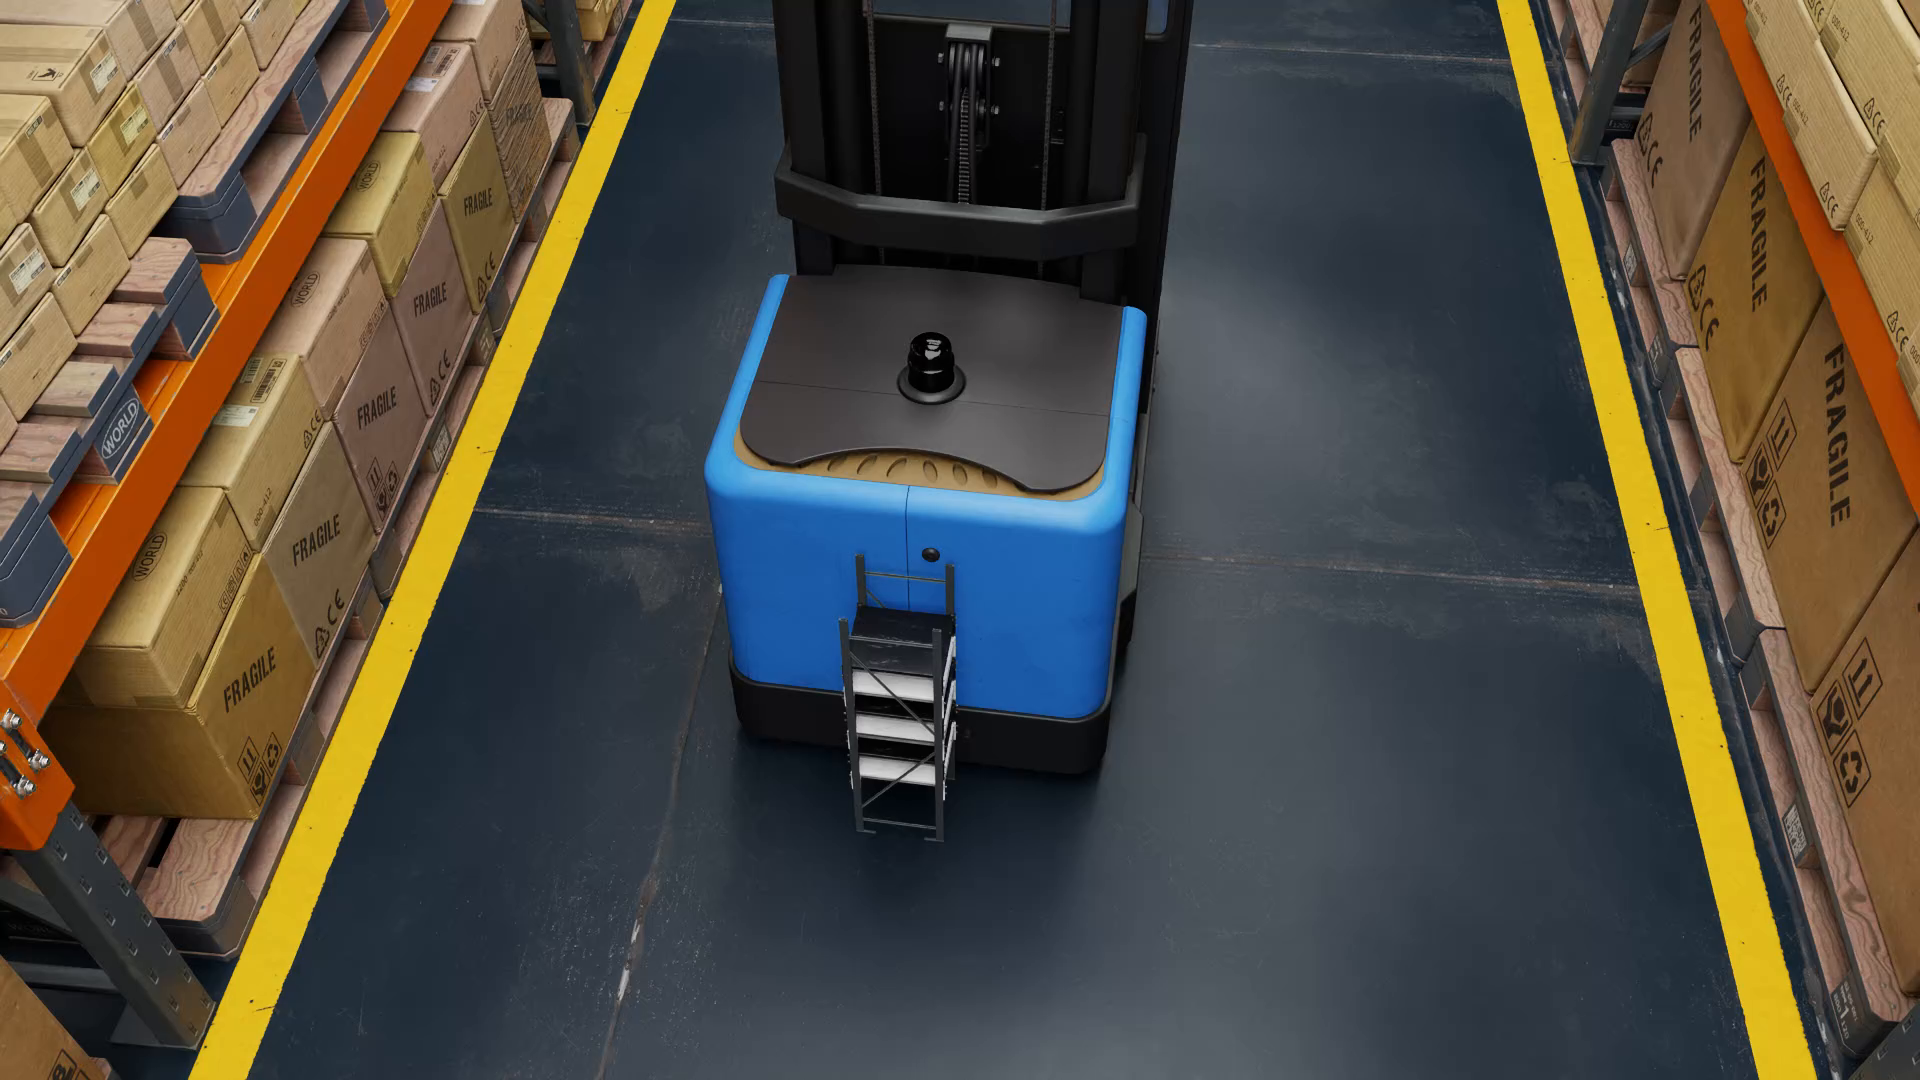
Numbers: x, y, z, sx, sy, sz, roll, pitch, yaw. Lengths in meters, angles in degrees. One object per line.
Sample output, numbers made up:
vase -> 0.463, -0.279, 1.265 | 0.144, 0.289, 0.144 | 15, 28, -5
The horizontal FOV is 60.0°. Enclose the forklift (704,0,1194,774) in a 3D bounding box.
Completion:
forklift -> 0.092, -1.449, 4.589 | 1.130, 2.935, 3.031 | 6, 48, 6

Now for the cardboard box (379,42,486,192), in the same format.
cardboard box -> -1.881, -1.380, 5.381 | 0.500, 0.250, 0.500 | 6, 48, 5

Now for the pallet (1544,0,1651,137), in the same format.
pallet -> 3.081, -2.124, 7.050 | 1.003, 0.211, 1.213 | 4, 48, 4

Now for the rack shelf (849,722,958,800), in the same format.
rack shelf -> -0.148, 0.570, 4.408 | 0.258, 0.077, 0.200 | 6, 48, 6

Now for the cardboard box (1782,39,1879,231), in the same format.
cardboard box -> 2.468, -1.033, 4.263 | 0.500, 0.250, 0.500 | 3, 48, 3

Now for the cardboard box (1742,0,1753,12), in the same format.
cardboard box -> 2.585, -1.775, 4.942 | 0.500, 0.250, 0.500 | 3, 48, 3

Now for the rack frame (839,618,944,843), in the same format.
rack frame -> -0.162, 0.500, 4.183 | 0.240, 0.900, 0.006 | 6, 48, 6

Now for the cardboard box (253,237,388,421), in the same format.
cardboard box -> -1.961, -0.608, 4.674 | 0.500, 0.250, 0.500 | 4, 48, 4

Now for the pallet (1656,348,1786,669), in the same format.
pallet -> 2.830, -0.099, 5.198 | 1.003, 0.211, 1.213 | 4, 48, 4

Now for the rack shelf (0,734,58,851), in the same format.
rack shelf -> -2.551, 1.882, 1.984 | 1.077, 0.370, 4.000 | 4, 48, 4

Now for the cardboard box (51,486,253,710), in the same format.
cardboard box -> -2.065, 0.128, 4.002 | 0.500, 0.250, 0.500 | 2, 48, 2

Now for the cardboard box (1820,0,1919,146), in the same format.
cardboard box -> 2.477, -1.200, 4.077 | 0.500, 0.250, 0.500 | 3, 48, 2

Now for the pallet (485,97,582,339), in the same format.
pallet -> -2.074, -1.257, 6.257 | 1.003, 0.211, 1.213 | 4, 48, 4

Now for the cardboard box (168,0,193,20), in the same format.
cardboard box -> -2.016, -1.381, 3.963 | 0.380, 0.149, 0.250 | 5, 48, 5

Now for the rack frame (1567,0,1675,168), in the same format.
rack frame -> 2.934, -2.512, 5.514 | 1.000, 3.000, 0.127 | 4, 48, 4

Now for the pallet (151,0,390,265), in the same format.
pallet -> -2.229, -1.224, 4.466 | 1.003, 0.211, 1.213 | 4, 48, 4

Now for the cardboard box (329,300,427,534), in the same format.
cardboard box -> -1.966, -0.379, 4.973 | 0.500, 0.500, 0.500 | 3, 48, 3

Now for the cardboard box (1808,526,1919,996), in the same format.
cardboard box -> 2.715, 0.501, 3.914 | 0.875, 0.875, 0.875 | 3, 48, 3

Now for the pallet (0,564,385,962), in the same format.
pallet -> -2.296, 0.536, 4.617 | 1.003, 0.211, 1.213 | 4, 48, 4

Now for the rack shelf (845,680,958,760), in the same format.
rack shelf -> -0.148, 0.449, 4.275 | 0.258, 0.077, 0.200 | 6, 48, 6

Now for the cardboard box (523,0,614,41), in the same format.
cardboard box -> -1.651, -2.196, 6.873 | 0.380, 0.149, 0.250 | 2, 48, 2

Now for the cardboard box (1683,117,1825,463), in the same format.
cardboard box -> 2.883, -0.811, 5.114 | 0.875, 0.875, 0.875 | 5, 48, 5

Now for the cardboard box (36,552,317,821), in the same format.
cardboard box -> -2.051, 0.368, 4.290 | 0.500, 0.500, 0.500 | 2, 48, 2

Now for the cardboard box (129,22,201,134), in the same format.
cardboard box -> -2.035, -1.094, 3.902 | 0.380, 0.149, 0.250 | 4, 48, 4

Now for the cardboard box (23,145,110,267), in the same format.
cardboard box -> -2.081, -0.726, 3.565 | 0.380, 0.149, 0.250 | 3, 48, 2

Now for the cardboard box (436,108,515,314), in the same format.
cardboard box -> -1.868, -1.131, 5.661 | 0.500, 0.500, 0.500 | 3, 48, 3

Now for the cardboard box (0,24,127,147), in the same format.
cardboard box -> -2.061, -0.987, 3.603 | 0.380, 0.149, 0.250 | 2, 48, 2

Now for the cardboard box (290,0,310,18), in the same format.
cardboard box -> -1.959, -1.564, 4.534 | 0.380, 0.149, 0.250 | 6, 48, 5

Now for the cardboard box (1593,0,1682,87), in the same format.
cardboard box -> 3.098, -2.243, 6.720 | 0.875, 0.438, 0.875 | 3, 48, 3

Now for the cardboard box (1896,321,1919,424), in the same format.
cardboard box -> 2.388, -0.287, 3.582 | 0.500, 0.250, 0.500 | 5, 48, 4

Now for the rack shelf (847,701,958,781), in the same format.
rack shelf -> -0.148, 0.509, 4.341 | 0.258, 0.077, 0.200 | 6, 48, 6

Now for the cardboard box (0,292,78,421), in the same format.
cardboard box -> -2.103, -0.400, 3.469 | 0.380, 0.149, 0.250 | 6, 48, 5

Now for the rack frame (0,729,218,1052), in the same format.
rack frame -> -2.369, 0.169, 3.063 | 1.000, 3.000, 0.127 | 4, 48, 4

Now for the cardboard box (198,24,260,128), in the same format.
cardboard box -> -2.008, -1.177, 4.180 | 0.380, 0.149, 0.250 | 4, 48, 4

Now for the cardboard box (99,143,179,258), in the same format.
cardboard box -> -2.056, -0.797, 3.832 | 0.380, 0.149, 0.250 | 6, 48, 5

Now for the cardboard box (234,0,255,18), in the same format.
cardboard box -> -1.988, -1.475, 4.250 | 0.380, 0.149, 0.250 | 5, 48, 5

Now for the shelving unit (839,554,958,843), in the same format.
shelving unit -> -0.148, 0.426, 4.250 | 0.258, 0.900, 0.210 | 6, 48, 6

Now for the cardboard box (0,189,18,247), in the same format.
cardboard box -> -2.112, -0.613, 3.260 | 0.380, 0.149, 0.250 | 3, 48, 2
